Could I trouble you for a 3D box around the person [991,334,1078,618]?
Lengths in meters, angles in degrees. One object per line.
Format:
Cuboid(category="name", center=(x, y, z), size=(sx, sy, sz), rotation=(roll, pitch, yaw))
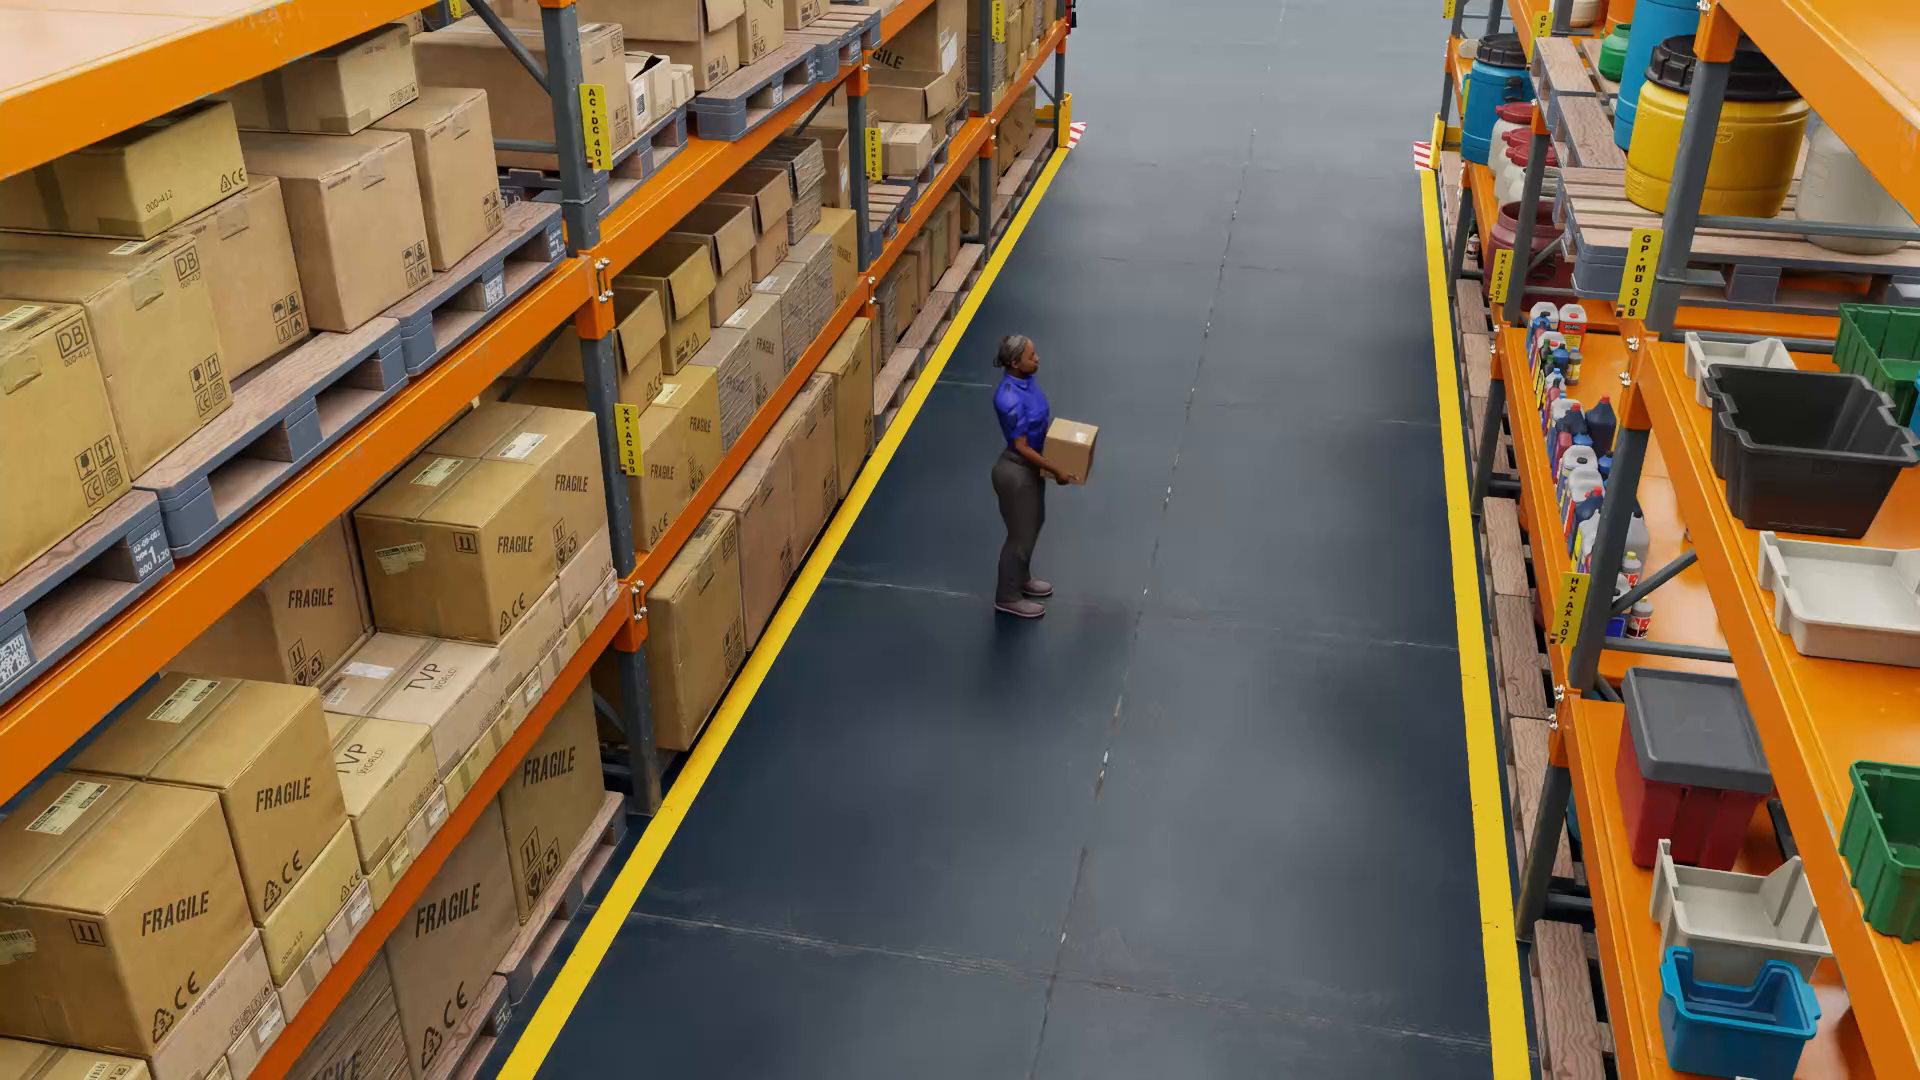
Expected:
Cuboid(category="person", center=(0.427, -0.356, 9.271), size=(0.518, 1.650, 0.451), rotation=(7, 30, 13))
